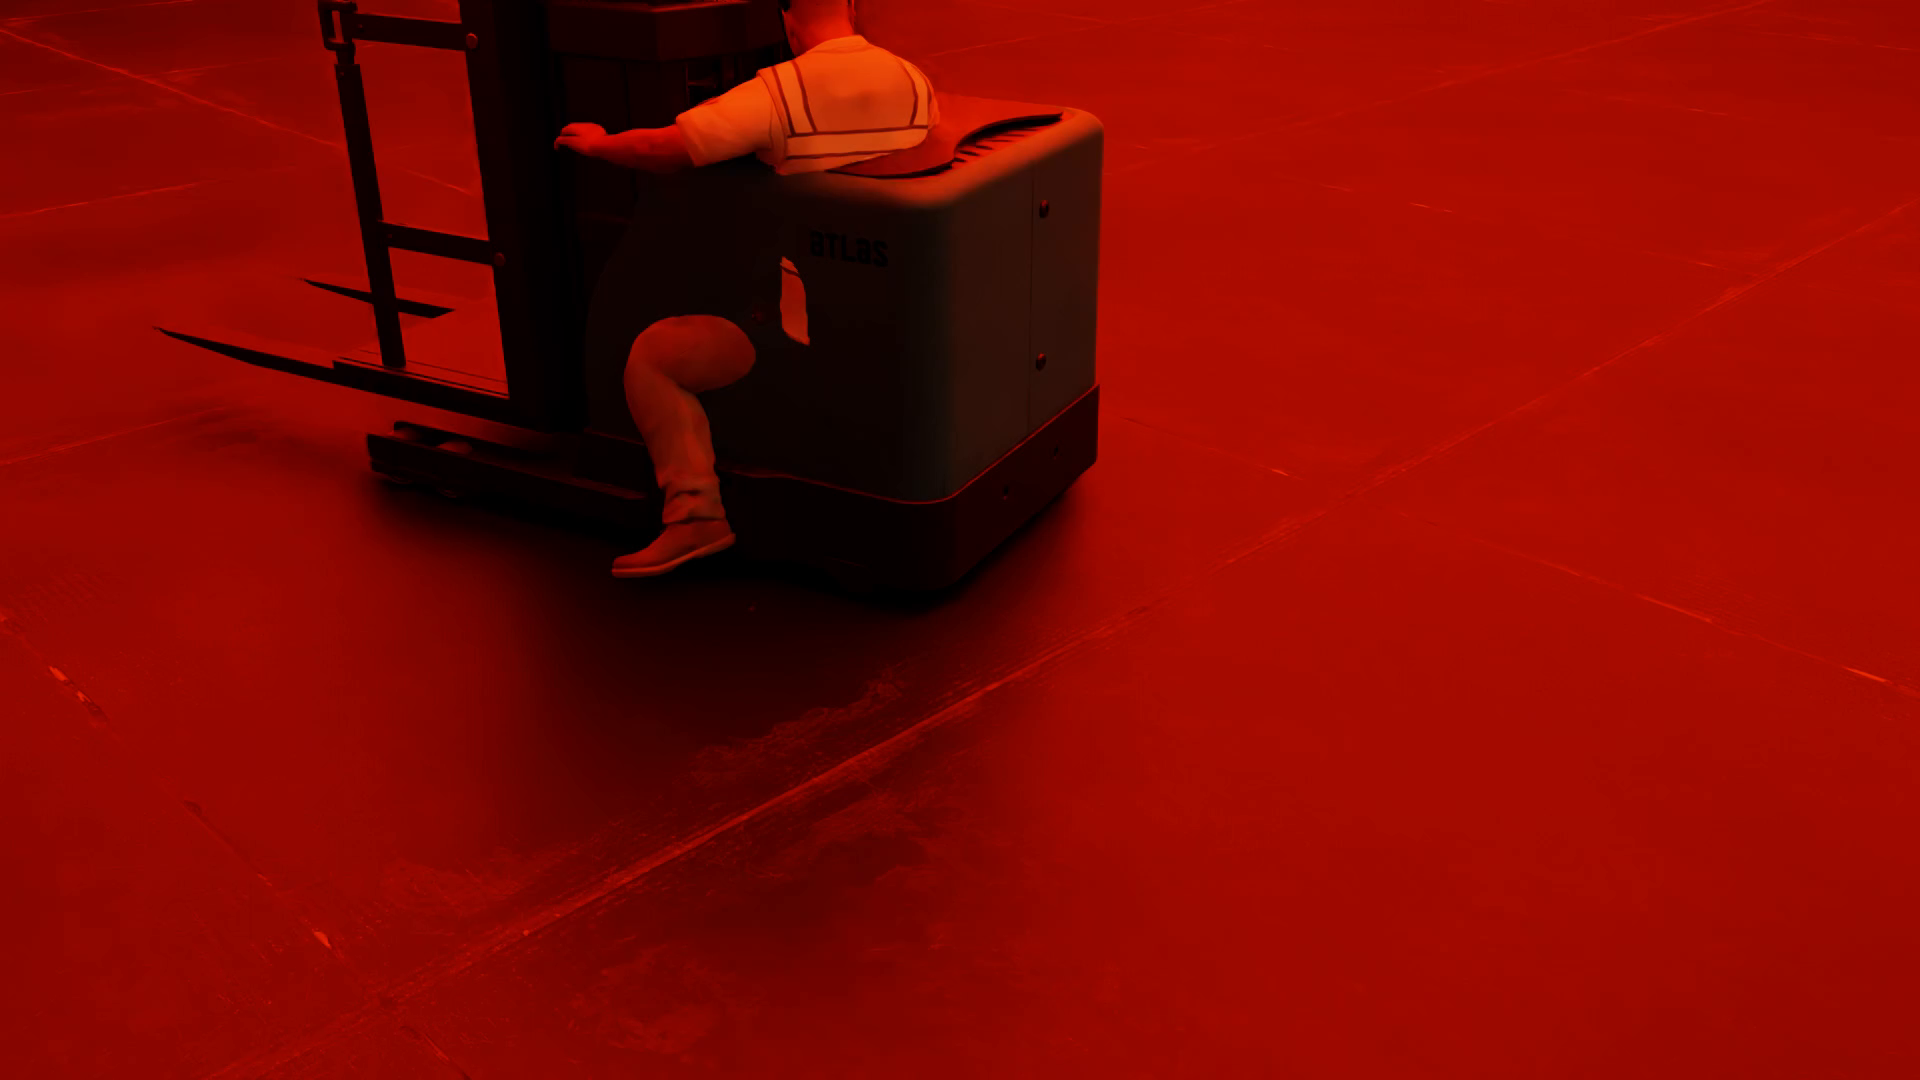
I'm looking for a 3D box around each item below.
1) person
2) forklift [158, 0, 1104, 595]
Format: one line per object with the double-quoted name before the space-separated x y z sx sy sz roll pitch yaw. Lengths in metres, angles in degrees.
"person" -0.433 -0.707 4.252 1.153 1.520 0.740 -16 30 -29
"forklift" -1.143 -1.626 4.530 3.031 2.935 1.130 13 29 25
